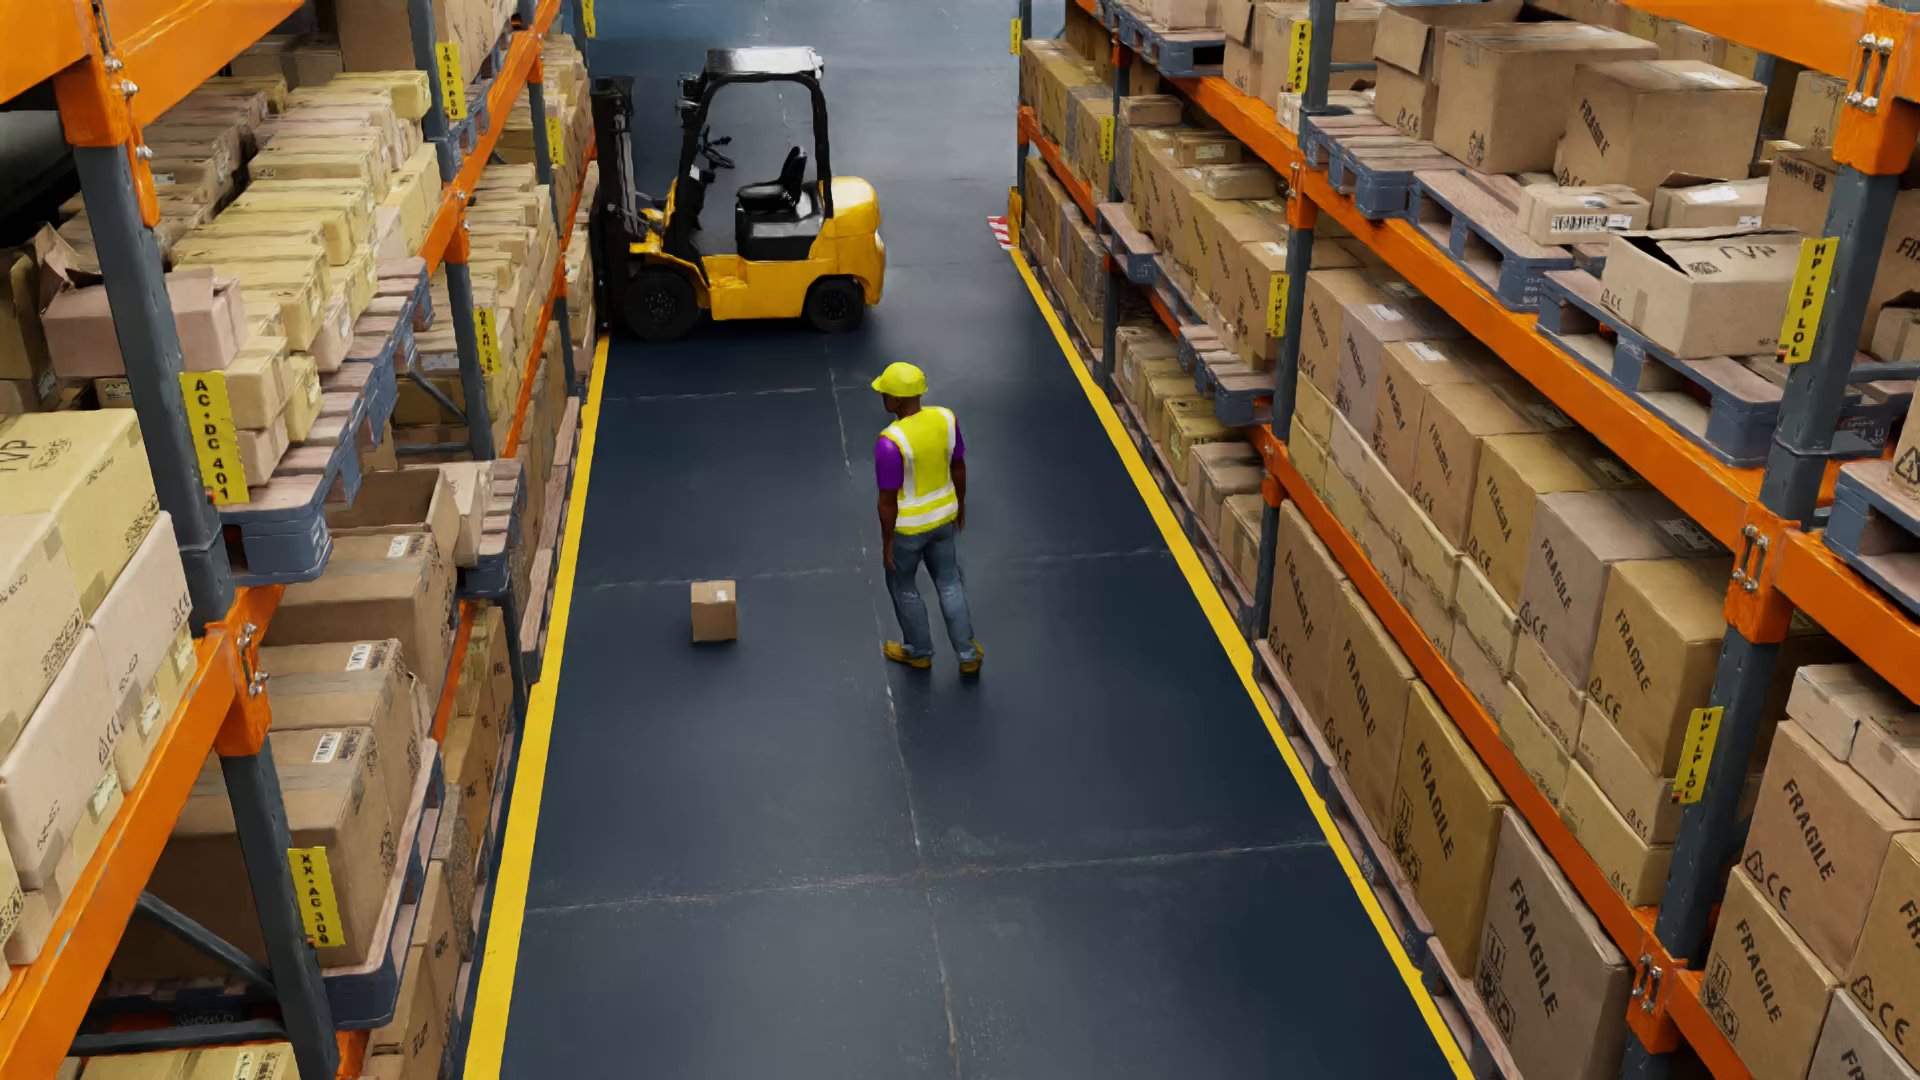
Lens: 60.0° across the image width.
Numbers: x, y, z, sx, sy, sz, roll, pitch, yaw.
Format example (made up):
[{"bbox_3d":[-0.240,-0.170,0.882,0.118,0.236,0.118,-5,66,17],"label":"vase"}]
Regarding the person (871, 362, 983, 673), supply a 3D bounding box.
[{"bbox_3d":[-0.174,-0.091,8.777,0.607,1.754,0.559,-21,34,-35],"label":"person"}]
